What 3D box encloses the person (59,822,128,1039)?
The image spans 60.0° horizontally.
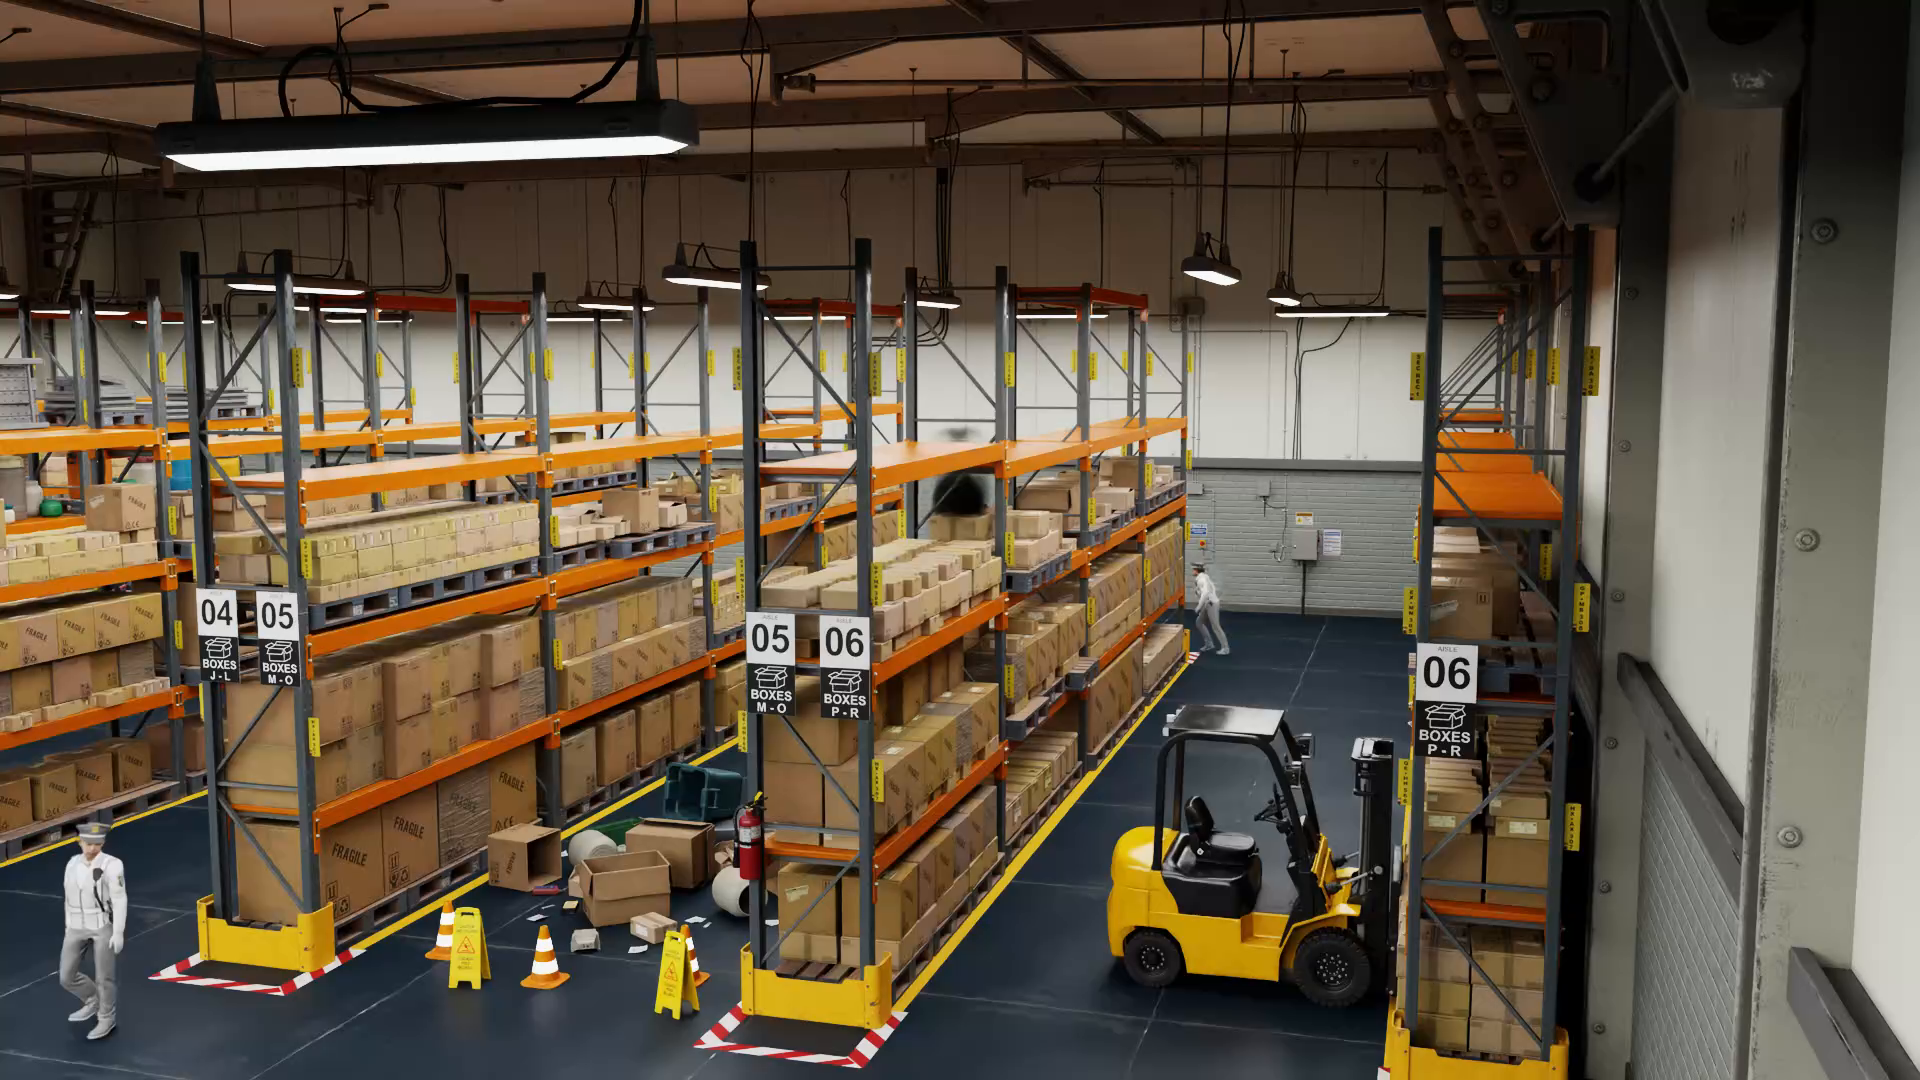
[{"bbox_3d":[-6.543,2.929,12.581,0.560,1.662,0.447,0,6,4],"label":"person"}]

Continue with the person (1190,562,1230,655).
[{"bbox_3d":[4.344,1.179,28.881,0.696,1.576,0.635,1,6,6],"label":"person"}]
